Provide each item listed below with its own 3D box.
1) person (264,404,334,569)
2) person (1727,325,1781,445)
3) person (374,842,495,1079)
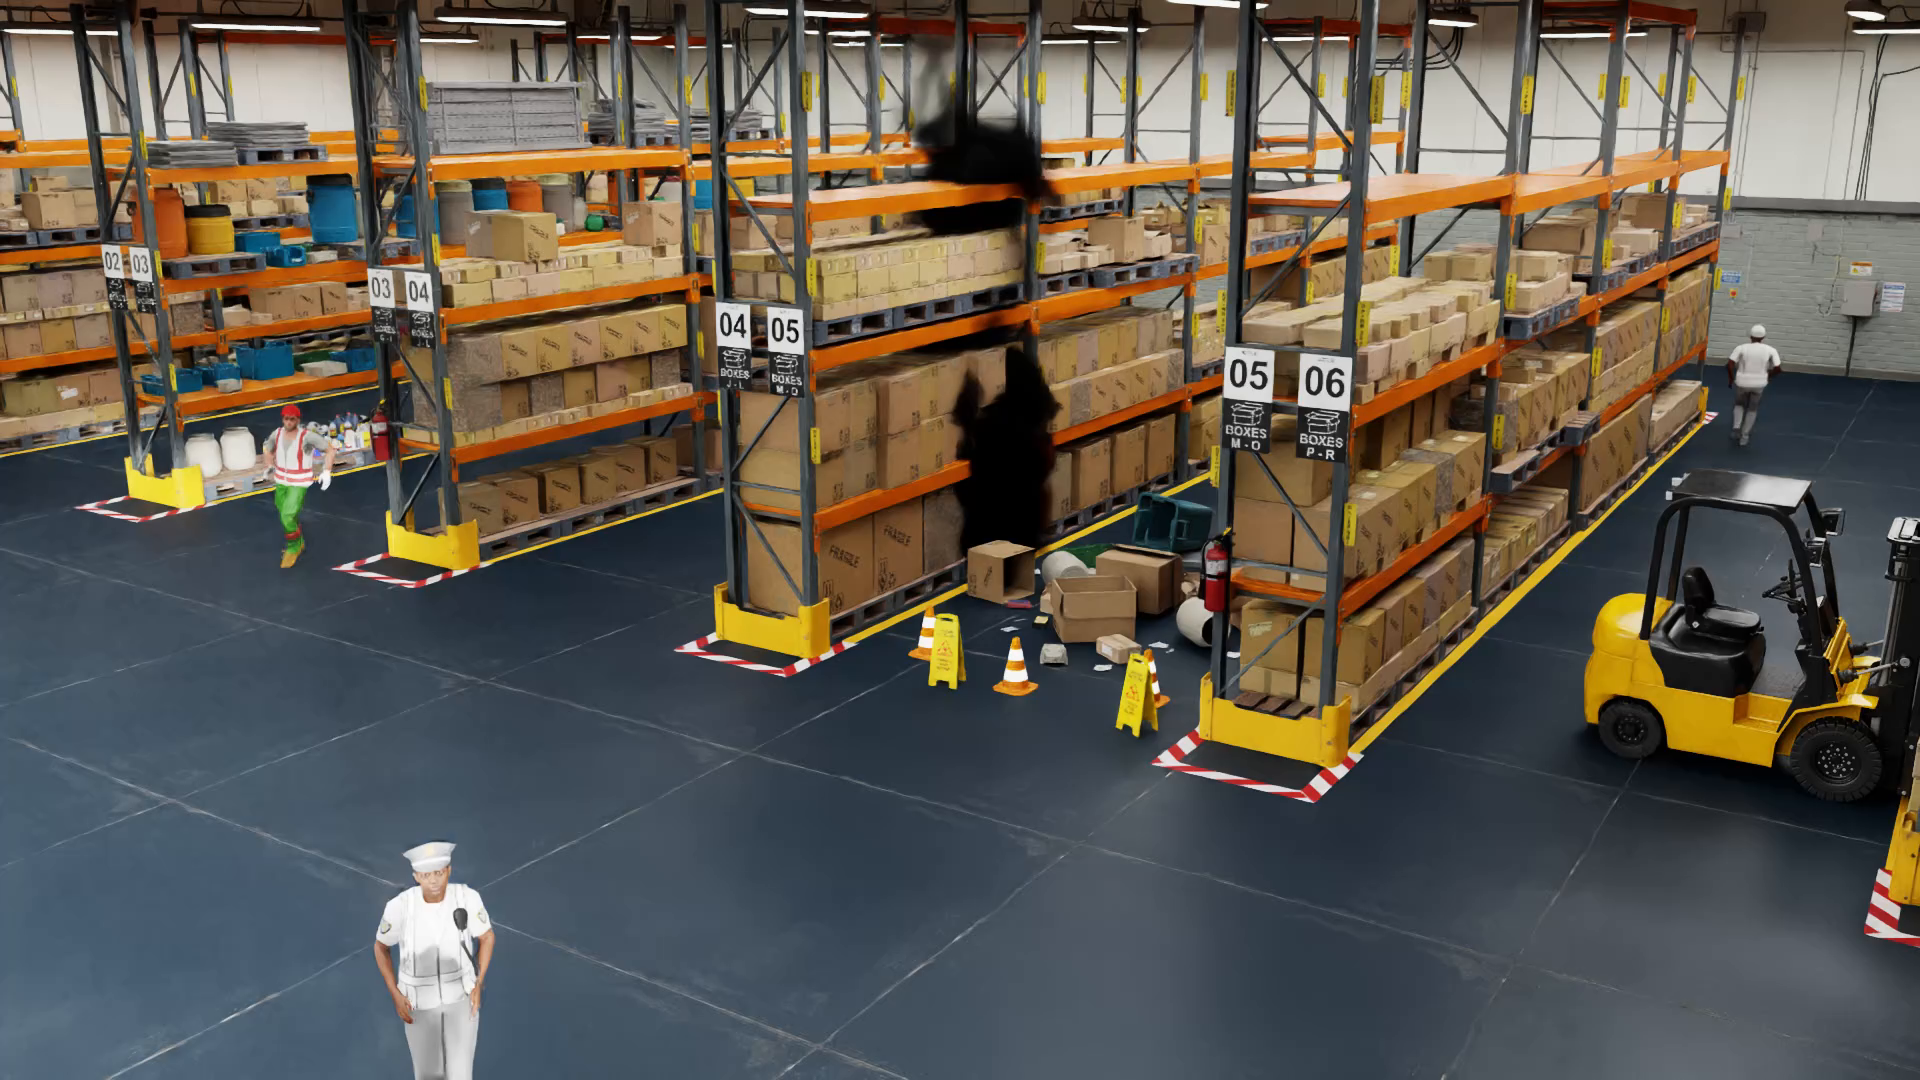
[{"bbox_3d":[-7.203,-0.590,18.080,0.722,1.800,0.658,4,16,13],"label":"person"},{"bbox_3d":[11.477,-2.260,24.097,0.697,1.725,0.573,7,17,24],"label":"person"},{"bbox_3d":[-2.565,2.214,8.194,0.567,1.669,0.529,-6,17,-20],"label":"person"}]
